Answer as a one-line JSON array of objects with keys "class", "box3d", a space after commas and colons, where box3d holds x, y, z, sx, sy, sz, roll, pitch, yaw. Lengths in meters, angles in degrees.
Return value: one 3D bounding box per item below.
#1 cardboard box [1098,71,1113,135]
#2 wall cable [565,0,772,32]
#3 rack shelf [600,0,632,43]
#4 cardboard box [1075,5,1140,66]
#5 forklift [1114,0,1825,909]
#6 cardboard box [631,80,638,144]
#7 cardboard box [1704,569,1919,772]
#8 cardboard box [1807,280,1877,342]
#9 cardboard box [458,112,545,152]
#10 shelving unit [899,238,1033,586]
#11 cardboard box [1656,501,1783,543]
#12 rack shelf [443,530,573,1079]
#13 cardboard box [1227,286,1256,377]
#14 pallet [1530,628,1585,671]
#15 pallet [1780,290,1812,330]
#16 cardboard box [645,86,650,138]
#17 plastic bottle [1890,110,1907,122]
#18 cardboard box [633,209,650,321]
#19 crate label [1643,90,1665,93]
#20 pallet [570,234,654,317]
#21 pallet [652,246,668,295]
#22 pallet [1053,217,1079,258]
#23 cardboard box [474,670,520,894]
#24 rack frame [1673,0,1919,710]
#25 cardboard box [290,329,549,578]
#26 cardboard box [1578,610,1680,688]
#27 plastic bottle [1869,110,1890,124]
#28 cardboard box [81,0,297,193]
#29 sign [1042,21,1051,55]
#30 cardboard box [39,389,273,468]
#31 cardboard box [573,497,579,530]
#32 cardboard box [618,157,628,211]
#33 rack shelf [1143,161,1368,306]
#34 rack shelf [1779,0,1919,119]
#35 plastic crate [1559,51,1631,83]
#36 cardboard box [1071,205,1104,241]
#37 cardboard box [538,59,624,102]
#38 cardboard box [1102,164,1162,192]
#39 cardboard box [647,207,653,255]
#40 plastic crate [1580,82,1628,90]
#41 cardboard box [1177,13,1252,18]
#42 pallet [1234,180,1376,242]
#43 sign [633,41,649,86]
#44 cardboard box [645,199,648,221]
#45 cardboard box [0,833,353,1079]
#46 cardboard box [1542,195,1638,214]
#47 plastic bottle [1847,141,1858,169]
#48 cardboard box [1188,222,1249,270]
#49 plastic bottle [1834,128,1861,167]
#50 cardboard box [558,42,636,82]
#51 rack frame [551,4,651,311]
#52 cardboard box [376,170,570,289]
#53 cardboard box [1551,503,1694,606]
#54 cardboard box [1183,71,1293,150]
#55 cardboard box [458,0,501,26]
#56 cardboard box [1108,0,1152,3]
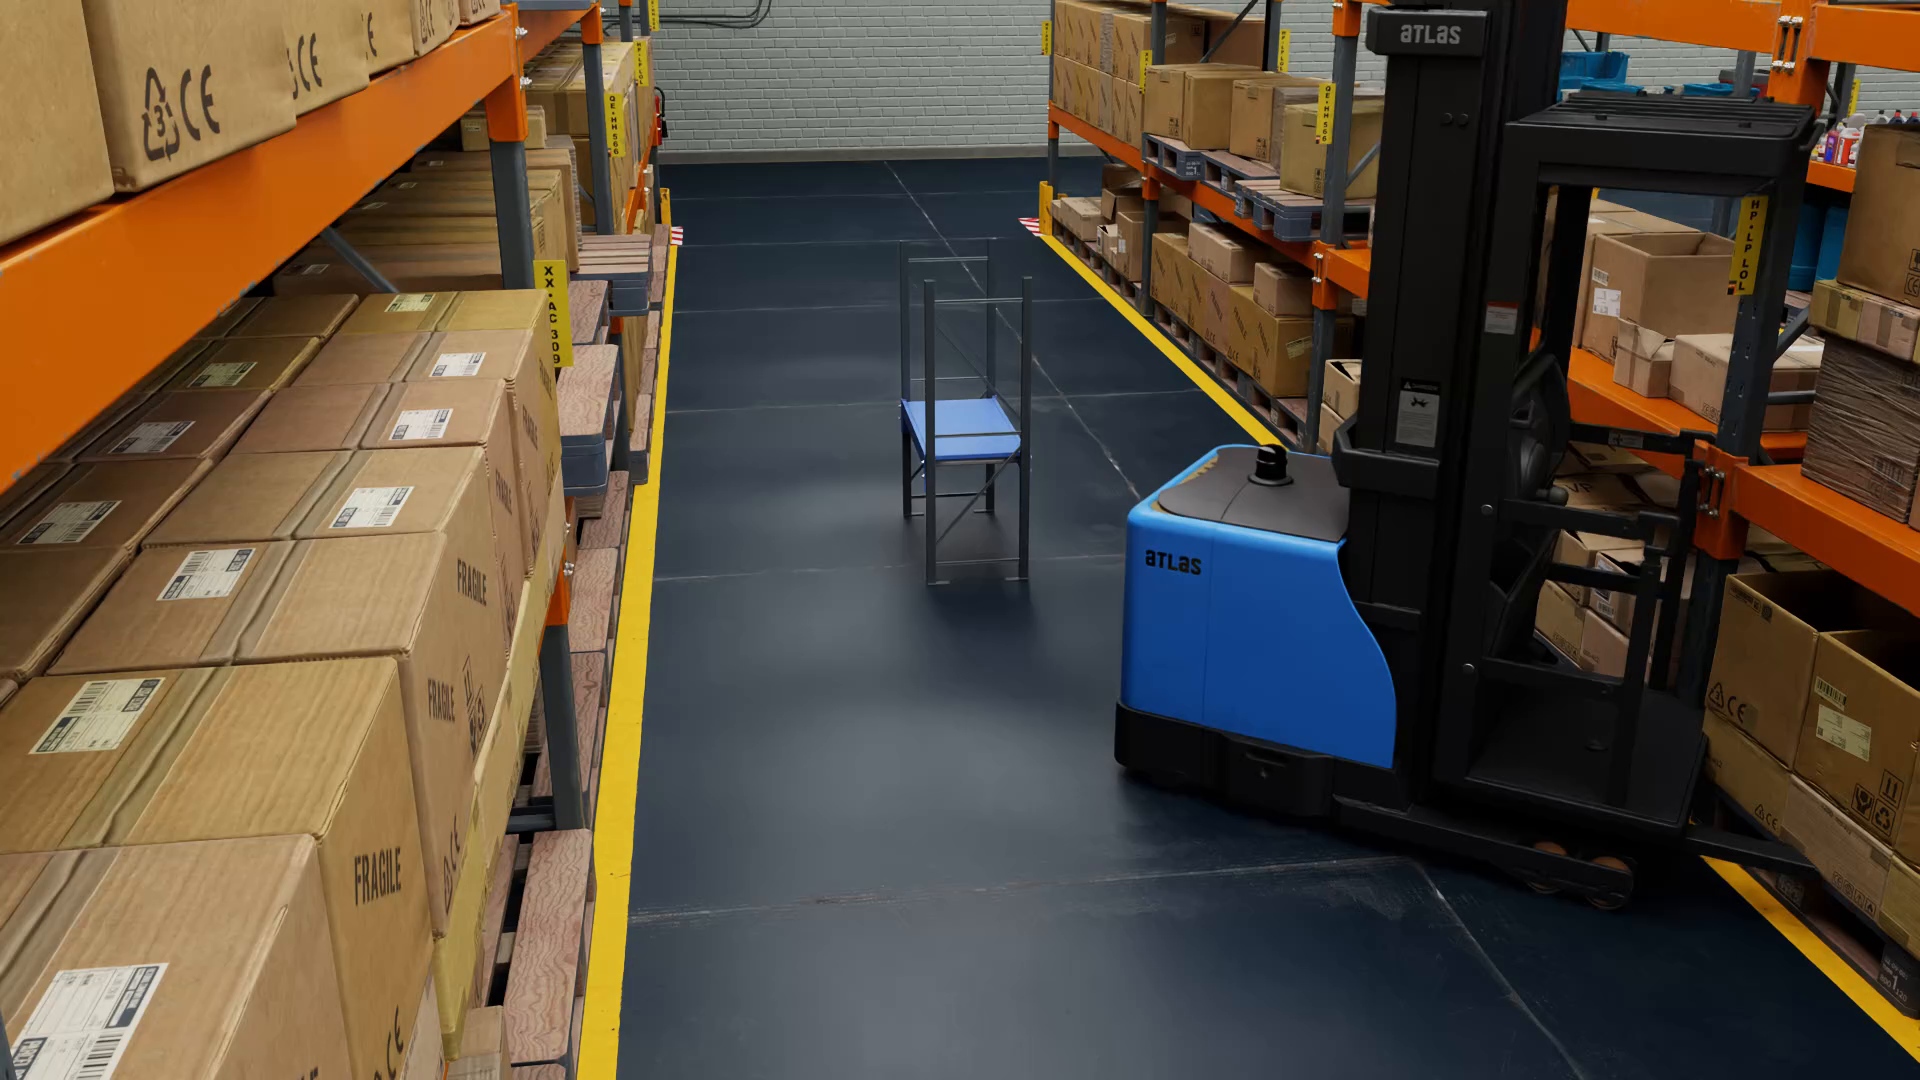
[{"class": "cardboard box", "box3d": [1.506, -3.829, 14.537, 0.500, 0.500, 0.500, -2, 21, -7]}, {"class": "wall cable", "box3d": [-3.956, -7.731, 20.993, 3.097, 2.526, 0.112, -3, 21, -8]}, {"class": "rack shelf", "box3d": [-2.629, -3.390, 10.247, 1.077, 0.370, 4.000, -3, 21, -8]}, {"class": "cardboard box", "box3d": [1.360, -4.645, 15.293, 0.500, 0.500, 0.500, -3, 21, -7]}, {"class": "forklift", "box3d": [2.126, -0.373, 5.525, 3.031, 2.935, 1.130, 11, 23, 27]}, {"class": "cardboard box", "box3d": [-2.602, -3.063, 12.033, 0.500, 0.500, 0.500, -3, 21, -9]}, {"class": "cardboard box", "box3d": [2.894, 0.421, 5.561, 0.500, 0.500, 0.500, -3, 21, -8]}, {"class": "cardboard box", "box3d": [2.984, -0.744, 5.350, 0.380, 0.149, 0.250, -3, 21, -8]}, {"class": "cardboard box", "box3d": [-2.200, -1.958, 7.972, 0.380, 0.149, 0.250, -6, 21, -17]}, {"class": "shelving unit", "box3d": [0.012, -0.673, 8.375, 0.538, 1.500, 1.048, -3, 21, -8]}, {"class": "cardboard box", "box3d": [3.257, 0.004, 6.947, 0.500, 0.311, 0.500, -3, 21, -8]}, {"class": "rack shelf", "box3d": [-1.476, 0.785, 3.356, 1.077, 0.370, 4.000, -3, 21, -8]}, {"class": "cardboard box", "box3d": [2.119, -1.407, 11.140, 0.500, 0.500, 0.500, -4, 21, -10]}, {"class": "pallet", "box3d": [2.992, 0.557, 6.922, 1.003, 0.211, 1.213, -3, 21, -8]}, {"class": "pallet", "box3d": [6.956, -1.939, 13.605, 1.003, 0.211, 1.213, -3, 21, -8]}, {"class": "cardboard box", "box3d": [-3.194, -3.848, 14.303, 0.980, 0.700, 0.700, -4, 21, -10]}, {"class": "plastic bottle", "box3d": [7.342, -3.189, 13.039, 0.144, 0.351, 0.185, -3, 21, -8]}, {"class": "cardboard box", "box3d": [-2.695, -1.986, 12.218, 0.750, 0.750, 0.750, -3, 21, -7]}, {"class": "crate label", "box3d": [6.698, -4.334, 16.325, 0.396, 0.136, 0.243, -3, 21, -8]}, {"class": "pallet", "box3d": [-2.133, -1.298, 8.179, 1.213, 0.211, 1.003, -3, 21, -8]}, {"class": "pallet", "box3d": [-3.129, -2.399, 14.837, 1.003, 0.211, 1.213, -3, 21, -8]}, {"class": "pallet", "box3d": [1.534, -3.042, 16.559, 1.003, 0.211, 1.213, -3, 21, -8]}, {"class": "cardboard box", "box3d": [-1.171, 0.485, 3.315, 0.500, 0.250, 0.500, -3, 21, -7]}, {"class": "rack frame", "box3d": [3.137, -0.496, 5.756, 1.000, 3.000, 0.127, -3, 21, -8]}, {"class": "cardboard box", "box3d": [-1.313, -0.214, 4.117, 0.500, 0.500, 0.500, -3, 21, -8]}, {"class": "cardboard box", "box3d": [2.790, 0.467, 6.509, 0.500, 0.250, 0.500, -3, 21, -8]}, {"class": "plastic bottle", "box3d": [7.200, -3.182, 13.019, 0.144, 0.351, 0.185, -3, 21, -8]}, {"class": "cardboard box", "box3d": [-1.031, -0.637, 1.677, 0.500, 0.500, 0.500, -2, 21, -4]}, {"class": "sign", "box3d": [0.870, -5.029, 16.656, 0.100, 0.325, 0.005, -3, 21, -8]}, {"class": "cardboard box", "box3d": [-1.766, -0.010, 3.569, 0.500, 0.500, 0.500, -2, 21, -6]}, {"class": "cardboard box", "box3d": [-2.226, -0.234, 7.999, 0.700, 0.500, 0.500, -3, 21, -8]}, {"class": "cardboard box", "box3d": [-2.224, -2.188, 9.691, 0.500, 0.500, 0.500, -2, 21, -6]}, {"class": "rack shelf", "box3d": [2.272, -2.236, 11.444, 1.077, 0.370, 4.000, -3, 21, -8]}, {"class": "rack shelf", "box3d": [3.425, -0.871, 3.503, 1.077, 0.370, 4.000, -3, 21, -8]}, {"class": "plastic crate", "box3d": [6.543, -4.837, 17.244, 0.616, 0.435, 0.499, -3, 21, -8]}, {"class": "cardboard box", "box3d": [1.349, -3.020, 15.815, 0.500, 0.250, 0.500, -3, 21, -8]}, {"class": "cardboard box", "box3d": [-2.385, -2.882, 10.477, 0.500, 0.250, 0.500, -3, 21, -9]}, {"class": "cardboard box", "box3d": [1.729, -3.510, 16.770, 0.500, 0.500, 0.500, -3, 21, -8]}, {"class": "cardboard box", "box3d": [-3.065, -2.656, 14.513, 0.700, 0.500, 0.500, -2, 21, -6]}, {"class": "plastic crate", "box3d": [6.209, -4.291, 16.071, 0.416, 0.233, 0.300, -3, 21, -8]}, {"class": "cardboard box", "box3d": [2.120, -4.137, 13.933, 0.500, 0.500, 0.500, -4, 21, -9]}, {"class": "pallet", "box3d": [2.393, -2.022, 10.117, 1.213, 0.211, 1.003, -3, 21, -8]}, {"class": "sign", "box3d": [-2.382, -3.551, 12.394, 0.100, 0.325, 0.005, -3, 21, -8]}, {"class": "cardboard box", "box3d": [-2.793, -2.736, 13.800, 0.380, 0.149, 0.250, -2, 21, -6]}, {"class": "cardboard box", "box3d": [-0.959, 0.669, 1.751, 0.500, 0.500, 0.500, -3, 21, -8]}, {"class": "cardboard box", "box3d": [2.819, -1.347, 7.894, 0.500, 0.500, 0.500, -4, 21, -11]}, {"class": "plastic bottle", "box3d": [6.699, -2.879, 12.423, 0.097, 0.201, 0.097, 0, 20, 0]}, {"class": "cardboard box", "box3d": [1.957, -2.126, 11.993, 0.500, 0.250, 0.500, -3, 21, -8]}, {"class": "plastic bottle", "box3d": [6.709, -2.956, 12.521, 0.152, 0.276, 0.135, -3, 21, -8]}, {"class": "cardboard box", "box3d": [-2.597, -3.413, 11.897, 0.500, 0.250, 0.500, -2, 21, -6]}, {"class": "rack frame", "box3d": [-2.918, -3.014, 12.500, 1.000, 3.000, 0.127, -3, 21, -8]}, {"class": "cardboard box", "box3d": [-2.062, -1.290, 7.111, 0.700, 0.500, 0.500, -3, 21, -8]}, {"class": "cardboard box", "box3d": [2.714, 0.027, 6.884, 0.500, 0.311, 0.500, -2, 21, -6]}, {"class": "cardboard box", "box3d": [1.993, -3.099, 11.983, 0.700, 0.500, 0.500, 0, 20, 1]}, {"class": "cardboard box", "box3d": [-1.447, -1.543, 4.101, 0.500, 0.500, 0.500, -2, 21, -6]}, {"class": "cardboard box", "box3d": [1.744, -5.026, 16.313, 0.500, 0.500, 0.500, -3, 21, -8]}]
